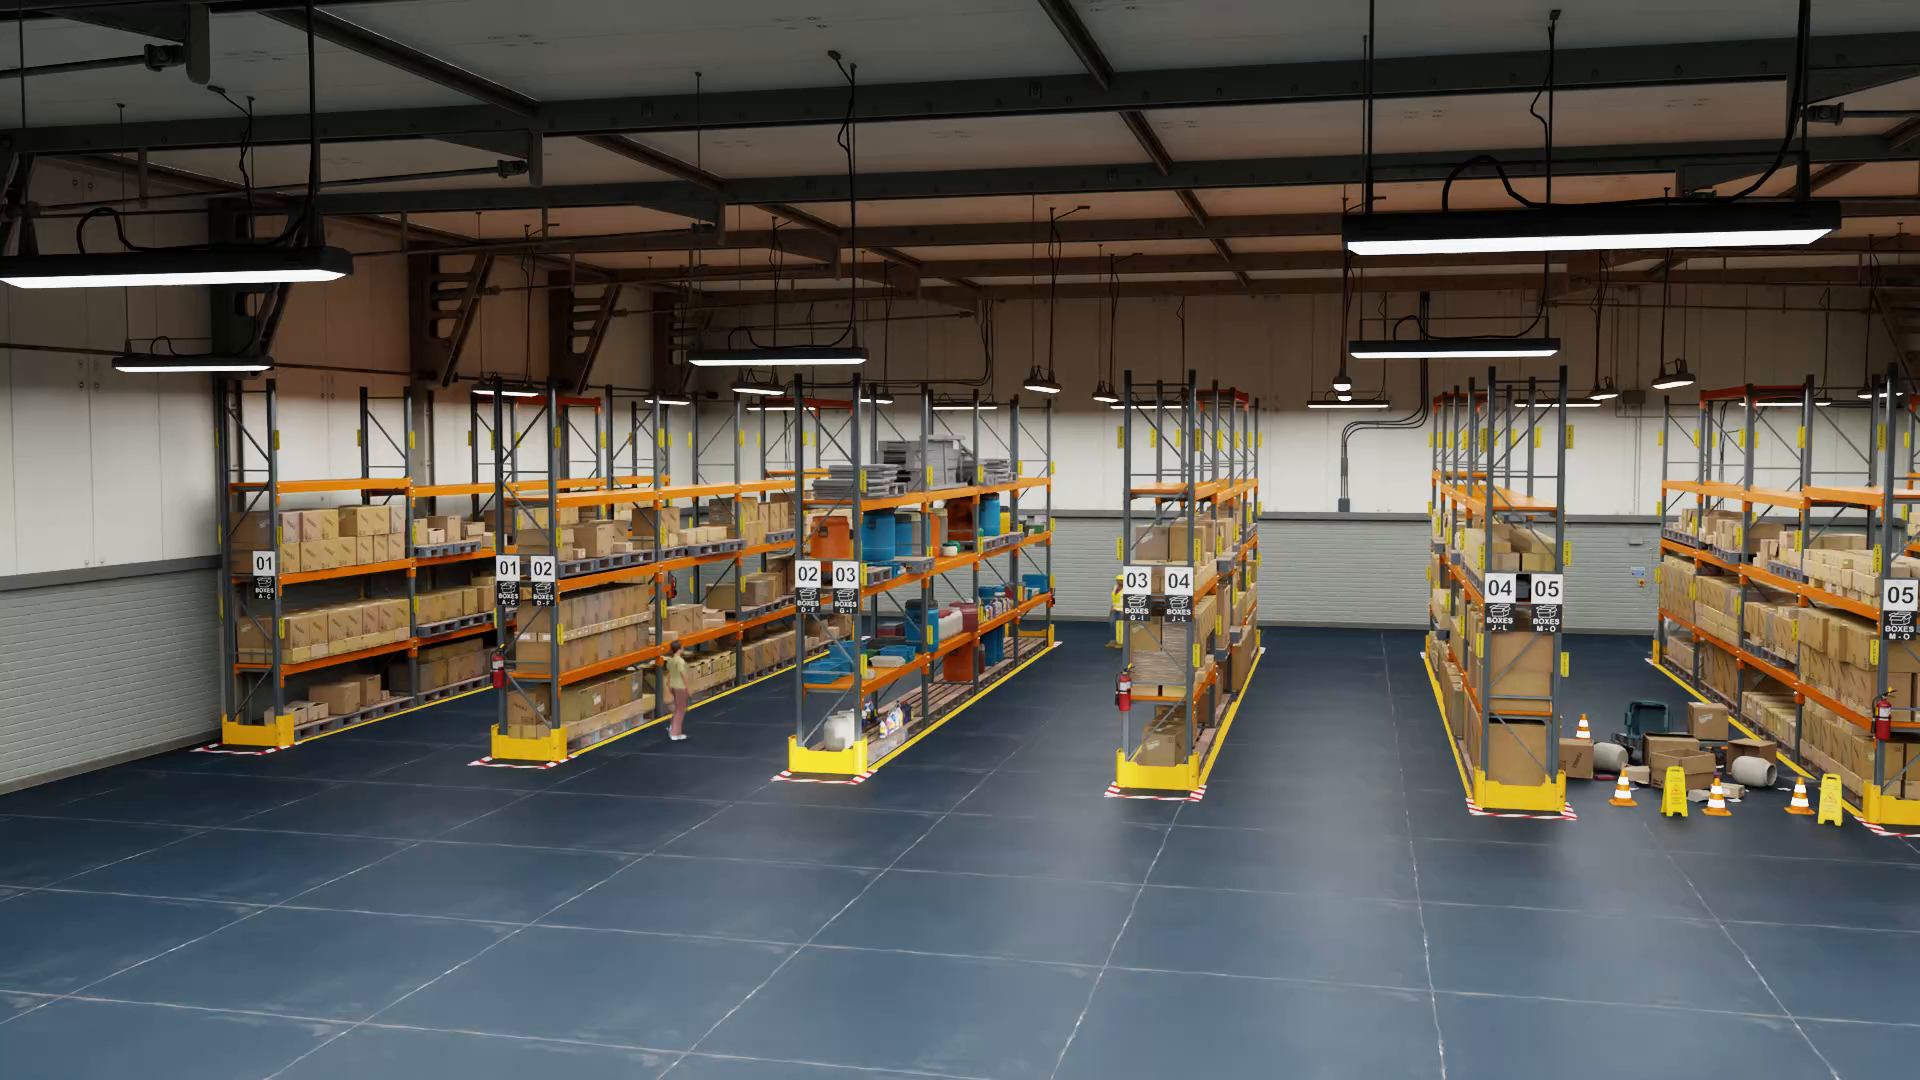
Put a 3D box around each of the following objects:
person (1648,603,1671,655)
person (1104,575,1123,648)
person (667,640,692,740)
[{"bbox_3d":[16.349,1.869,38.424,0.825,1.645,0.557,2,4,25],"label":"person"},{"bbox_3d":[3.808,1.717,40.093,0.392,1.787,0.726,-2,4,-27],"label":"person"},{"bbox_3d":[-4.649,2.498,27.707,0.444,1.676,0.463,-3,5,-44],"label":"person"}]
